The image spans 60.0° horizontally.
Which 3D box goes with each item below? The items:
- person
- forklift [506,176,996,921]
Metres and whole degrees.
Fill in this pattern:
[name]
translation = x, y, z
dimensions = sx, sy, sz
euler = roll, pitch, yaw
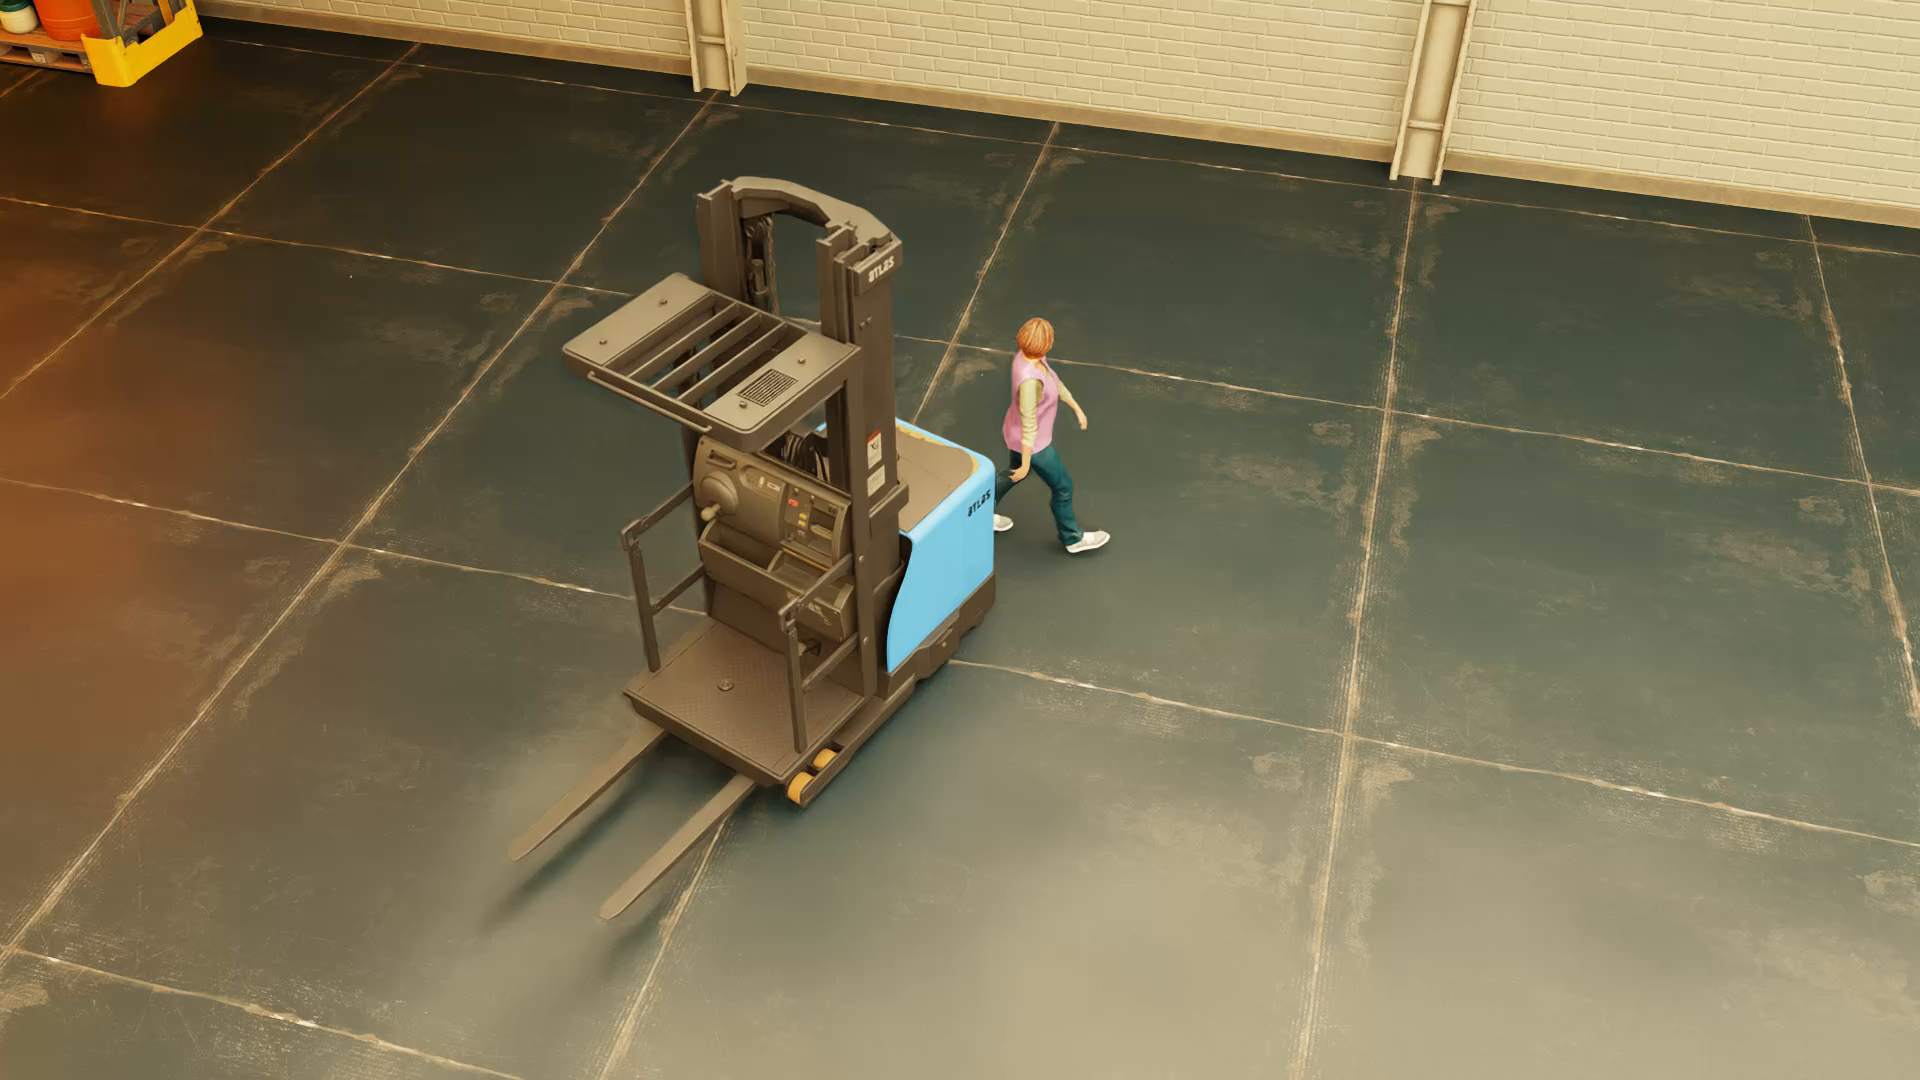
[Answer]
[person]
translation = 0.466, -0.567, 9.540
dimensions = 0.835, 1.540, 0.525
euler = -4, 41, -4
[forklift]
translation = -1.051, -0.109, 7.986
dimensions = 1.130, 2.935, 3.031
euler = 25, 47, 25
